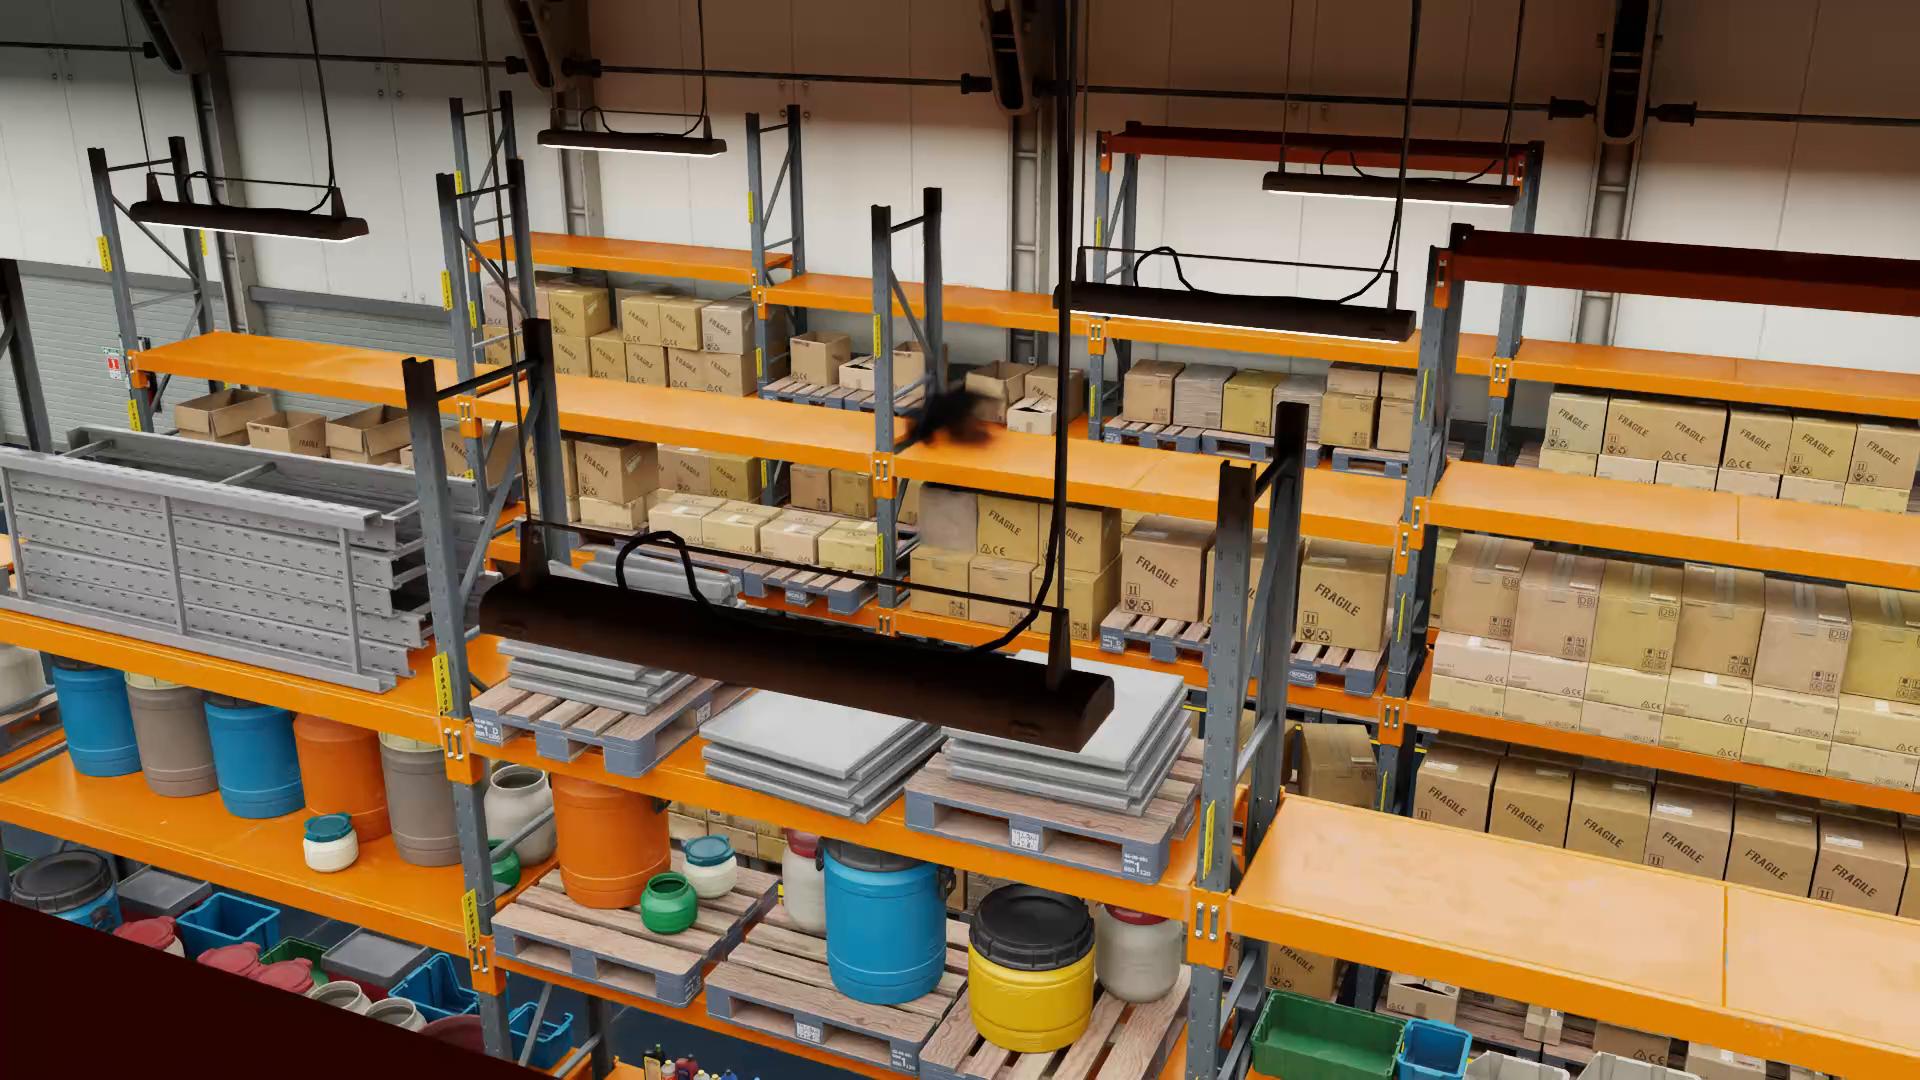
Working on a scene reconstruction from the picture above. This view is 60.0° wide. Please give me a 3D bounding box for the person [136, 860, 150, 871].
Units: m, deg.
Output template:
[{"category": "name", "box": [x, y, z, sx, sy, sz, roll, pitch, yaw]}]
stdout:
[{"category": "person", "box": [-6.884, 2.234, 14.263, 0.934, 1.766, 0.710, 4, 21, 11]}]
